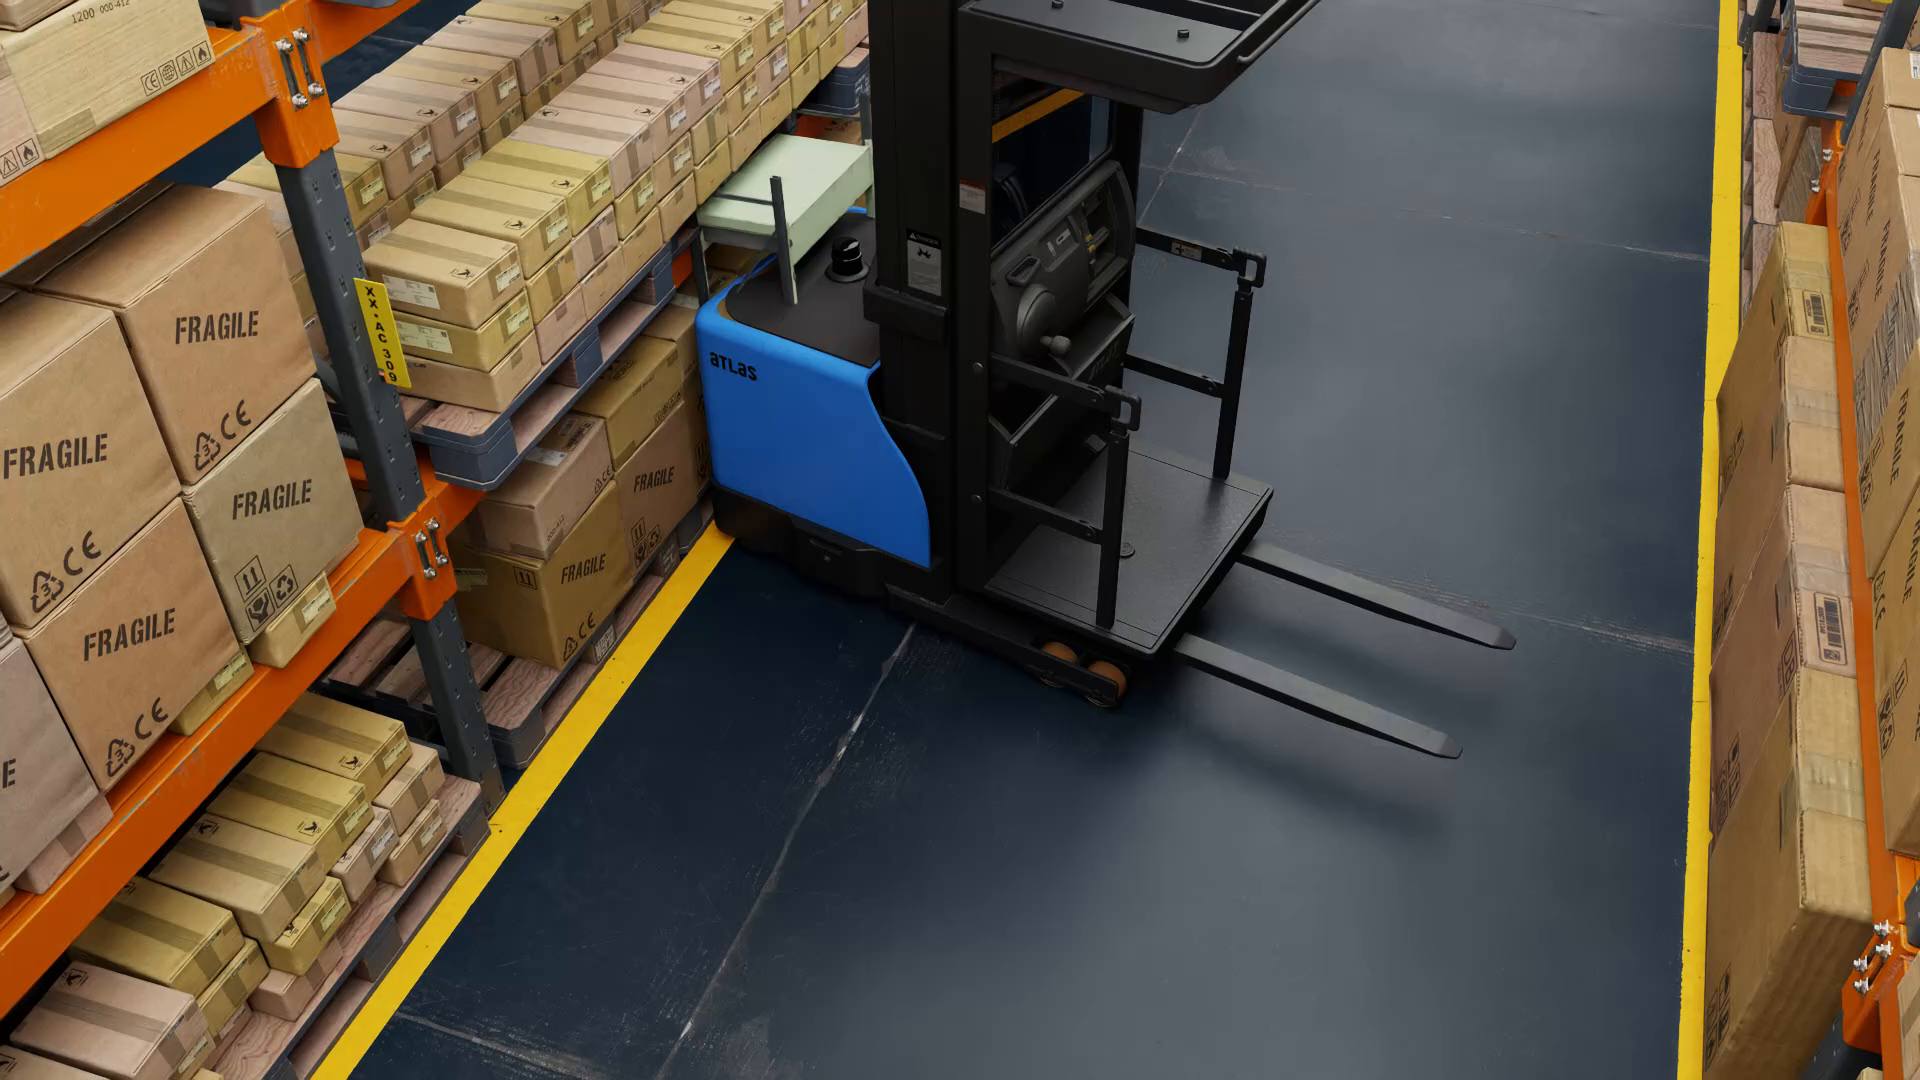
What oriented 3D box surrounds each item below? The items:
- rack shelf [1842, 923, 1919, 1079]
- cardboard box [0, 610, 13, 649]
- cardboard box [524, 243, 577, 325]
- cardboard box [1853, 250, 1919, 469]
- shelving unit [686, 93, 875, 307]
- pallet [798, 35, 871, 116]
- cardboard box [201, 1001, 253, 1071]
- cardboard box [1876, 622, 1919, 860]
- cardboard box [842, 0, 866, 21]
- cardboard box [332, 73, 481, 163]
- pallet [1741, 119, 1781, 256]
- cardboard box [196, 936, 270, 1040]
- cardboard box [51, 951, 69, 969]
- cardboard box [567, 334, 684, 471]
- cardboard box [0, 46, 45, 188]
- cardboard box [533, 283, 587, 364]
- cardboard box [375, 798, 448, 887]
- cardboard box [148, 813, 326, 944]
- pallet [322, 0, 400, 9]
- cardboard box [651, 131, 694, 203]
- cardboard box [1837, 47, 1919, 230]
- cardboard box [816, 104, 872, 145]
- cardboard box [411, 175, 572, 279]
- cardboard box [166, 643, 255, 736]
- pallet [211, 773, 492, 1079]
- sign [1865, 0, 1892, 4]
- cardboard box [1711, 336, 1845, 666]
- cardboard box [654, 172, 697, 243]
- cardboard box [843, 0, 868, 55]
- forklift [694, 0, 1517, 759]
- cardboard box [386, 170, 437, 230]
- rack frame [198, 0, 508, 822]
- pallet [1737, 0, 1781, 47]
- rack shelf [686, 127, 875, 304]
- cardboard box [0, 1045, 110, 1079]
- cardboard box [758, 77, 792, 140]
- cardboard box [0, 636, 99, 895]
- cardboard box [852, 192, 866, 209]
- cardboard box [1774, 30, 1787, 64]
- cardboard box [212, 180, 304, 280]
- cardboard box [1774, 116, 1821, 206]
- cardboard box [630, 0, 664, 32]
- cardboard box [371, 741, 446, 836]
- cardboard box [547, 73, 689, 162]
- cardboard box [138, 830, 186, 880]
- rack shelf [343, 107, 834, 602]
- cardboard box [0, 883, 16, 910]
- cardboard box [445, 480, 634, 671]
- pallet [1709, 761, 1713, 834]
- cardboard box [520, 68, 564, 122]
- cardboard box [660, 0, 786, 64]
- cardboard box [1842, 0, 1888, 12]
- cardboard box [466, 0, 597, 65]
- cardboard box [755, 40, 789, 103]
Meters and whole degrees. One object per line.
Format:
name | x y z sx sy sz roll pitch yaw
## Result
rack shelf | 1.896 2.323 2.270 1.077 0.370 4.000 13 42 15
cardboard box | -2.313 0.108 3.236 0.500 0.500 0.500 14 43 16
cardboard box | -1.393 -0.807 5.026 0.380 0.149 0.250 13 42 14
cardboard box | 3.007 -0.479 4.924 0.500 0.500 0.500 13 42 15
shelving unit | -0.644 -0.921 6.547 0.431 1.500 0.755 13 41 18
pallet | -0.822 -2.241 7.214 1.213 0.211 1.003 13 42 15
cardboard box | -2.262 1.356 4.723 0.380 0.149 0.250 12 42 14
cardboard box | 2.483 0.446 3.840 0.500 0.500 0.500 13 42 15
cardboard box | -0.597 -2.223 6.686 0.380 0.149 0.250 14 42 16
cardboard box | -1.822 -1.393 5.483 0.380 0.149 0.250 13 42 15
pallet | 4.635 -1.767 8.659 1.003 0.211 1.213 13 42 15
cardboard box | -2.189 1.208 4.667 0.380 0.149 0.250 14 42 15
cardboard box | -2.617 1.014 4.665 0.380 0.149 0.250 12 42 14
cardboard box | -1.366 -0.544 6.102 0.500 0.250 0.500 14 43 16
cardboard box | -2.142 -0.756 3.129 0.500 0.250 0.500 13 42 15
cardboard box | -1.390 -0.706 5.136 0.380 0.149 0.250 14 42 16
cardboard box | -1.860 0.907 5.249 0.380 0.149 0.250 14 42 16
cardboard box | -2.052 0.958 4.730 0.380 0.149 0.250 13 42 15
pallet | -1.735 -1.756 4.330 1.213 0.211 1.003 13 42 15
cardboard box | -1.126 -1.288 5.590 0.380 0.149 0.250 15 43 17
cardboard box | 3.526 -1.412 6.017 0.500 0.500 0.500 14 43 16
cardboard box | -0.666 -1.791 7.563 0.500 0.250 0.500 12 42 14
cardboard box | -1.390 -0.933 4.944 0.380 0.149 0.250 14 43 16
cardboard box | -2.057 0.320 4.258 0.380 0.149 0.250 15 43 17
pallet | -2.243 1.145 5.245 1.003 0.211 1.213 13 42 15
sign | 3.435 -2.135 6.111 0.100 0.325 0.005 13 42 15
cardboard box | 3.380 -0.003 5.756 1.225 0.875 0.875 13 42 15
cardboard box | -1.127 -1.166 5.675 0.380 0.149 0.250 12 42 13
cardboard box | -0.589 -2.126 6.801 0.380 0.149 0.250 14 42 16
forklift | 0.536 -0.906 5.554 3.031 2.935 1.130 21 45 23
cardboard box | -1.919 -1.108 5.379 0.380 0.149 0.250 15 43 17
rack frame | -2.046 -0.333 4.829 1.000 3.000 0.127 13 42 15
pallet | 5.512 -3.407 10.580 1.003 0.211 1.213 13 42 15
rack shelf | -0.658 -1.227 6.305 0.431 0.370 0.720 13 41 18
cardboard box | -2.300 1.452 4.152 0.380 0.149 0.250 12 42 14
cardboard box | -0.859 -1.653 6.246 0.380 0.149 0.250 15 43 16
cardboard box | -2.296 0.493 3.555 0.500 0.500 0.500 13 42 15
cardboard box | -0.658 -1.522 7.825 0.500 0.500 0.500 13 42 15
cardboard box | 5.086 -2.897 9.421 0.700 0.500 0.500 10 42 12
cardboard box | -2.092 -0.912 4.919 0.380 0.149 0.250 15 43 17
cardboard box | 4.523 -1.928 8.286 0.700 0.500 0.500 17 43 19
cardboard box | -1.383 -2.065 6.500 0.380 0.149 0.250 13 42 15
cardboard box | -1.855 0.741 5.214 0.380 0.149 0.250 14 42 16
cardboard box | -1.125 -1.397 5.488 0.380 0.149 0.250 13 42 15
cardboard box | -2.523 0.960 4.958 0.380 0.149 0.250 13 42 15
rack shelf | -1.362 -1.279 6.492 1.077 0.370 4.000 13 42 15
cardboard box | -2.370 0.787 3.710 0.380 0.149 0.250 13 42 14
cardboard box | -1.544 0.066 5.963 0.500 0.500 0.500 15 43 17
pallet | 3.189 0.656 5.818 1.003 0.211 1.213 13 42 15
cardboard box | -1.648 -1.602 5.957 0.380 0.149 0.250 13 42 15
cardboard box | -0.859 -1.874 6.047 0.380 0.149 0.250 15 43 17
cardboard box | 4.192 -2.509 6.979 0.700 0.500 0.500 19 44 21
cardboard box | -1.555 -1.871 6.044 0.380 0.149 0.250 13 42 14
cardboard box | -0.859 -1.760 6.143 0.380 0.149 0.250 14 43 16
